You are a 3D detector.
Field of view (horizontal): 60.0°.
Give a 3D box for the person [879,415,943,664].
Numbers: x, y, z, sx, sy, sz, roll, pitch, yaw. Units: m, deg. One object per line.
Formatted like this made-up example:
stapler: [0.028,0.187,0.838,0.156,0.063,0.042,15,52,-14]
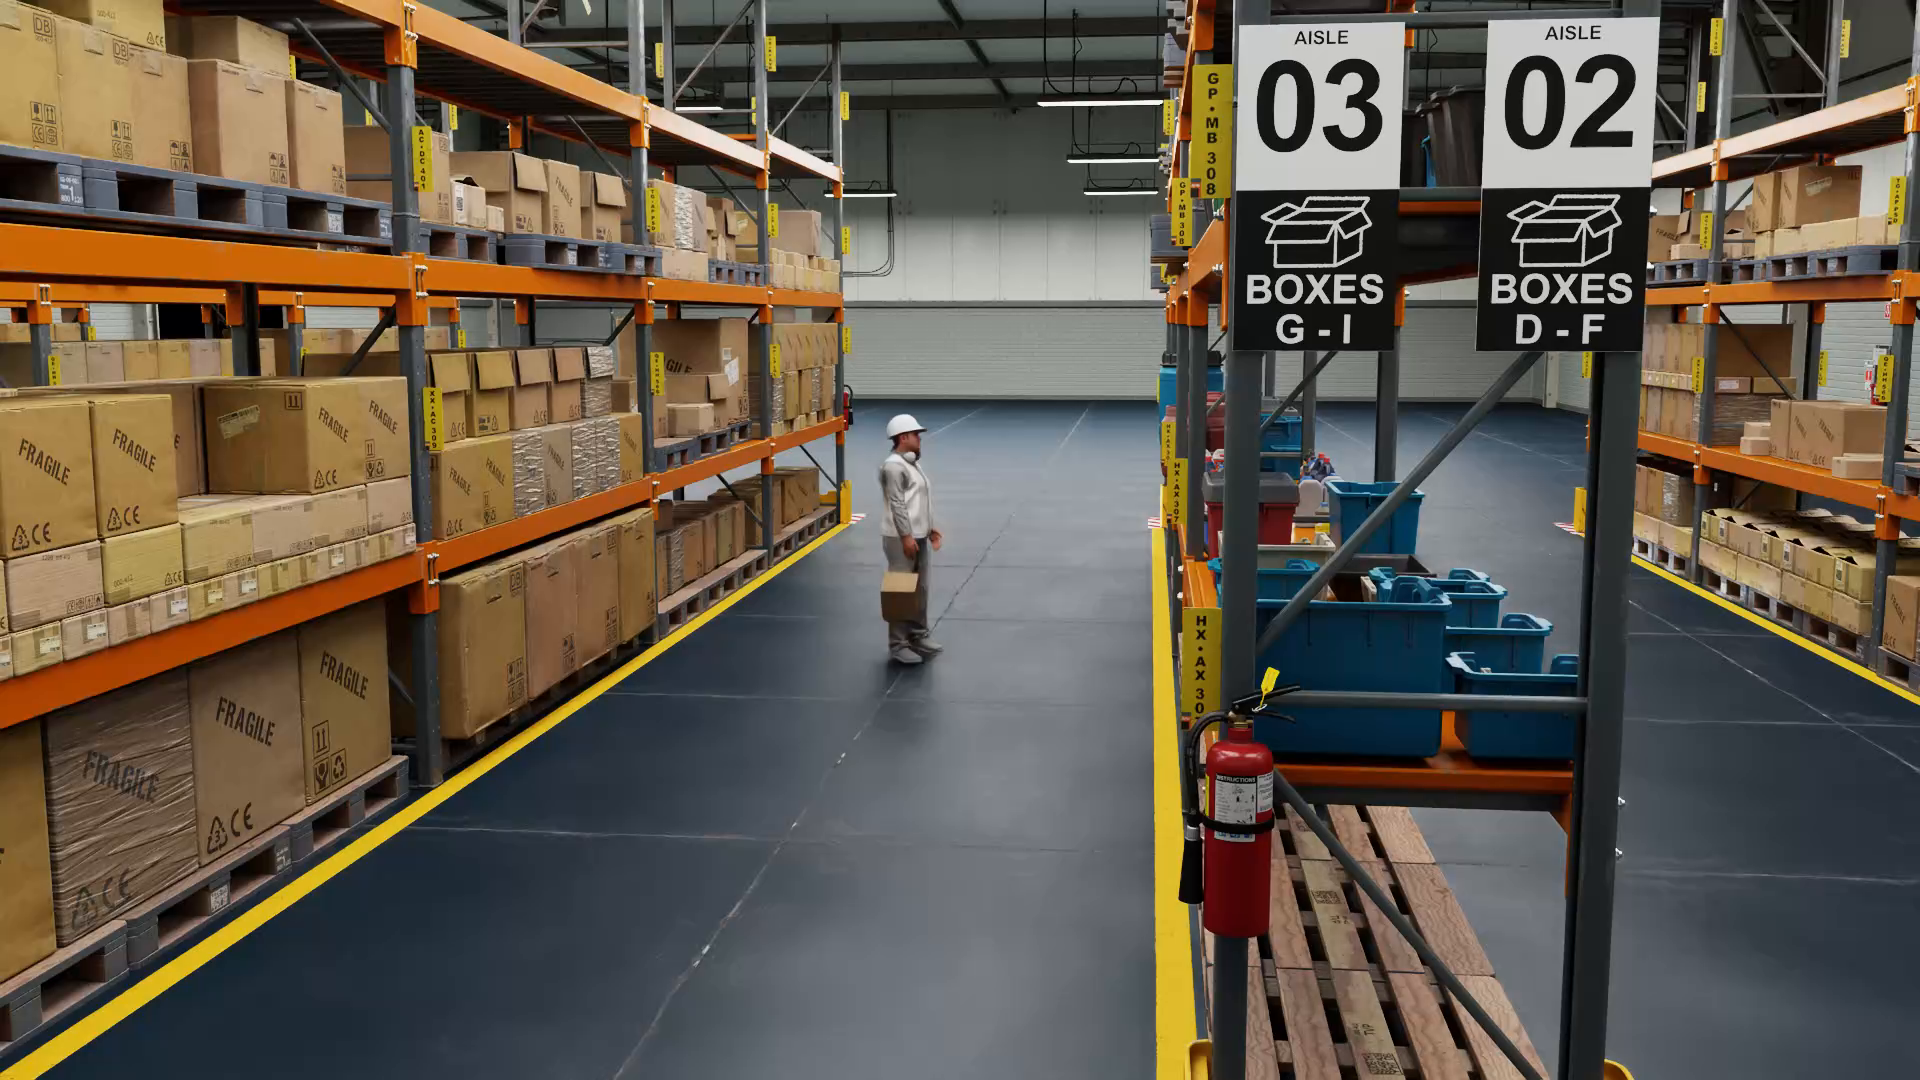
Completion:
person: [-0.364,-0.019,12.199,0.452,1.777,0.581,2,8,14]
